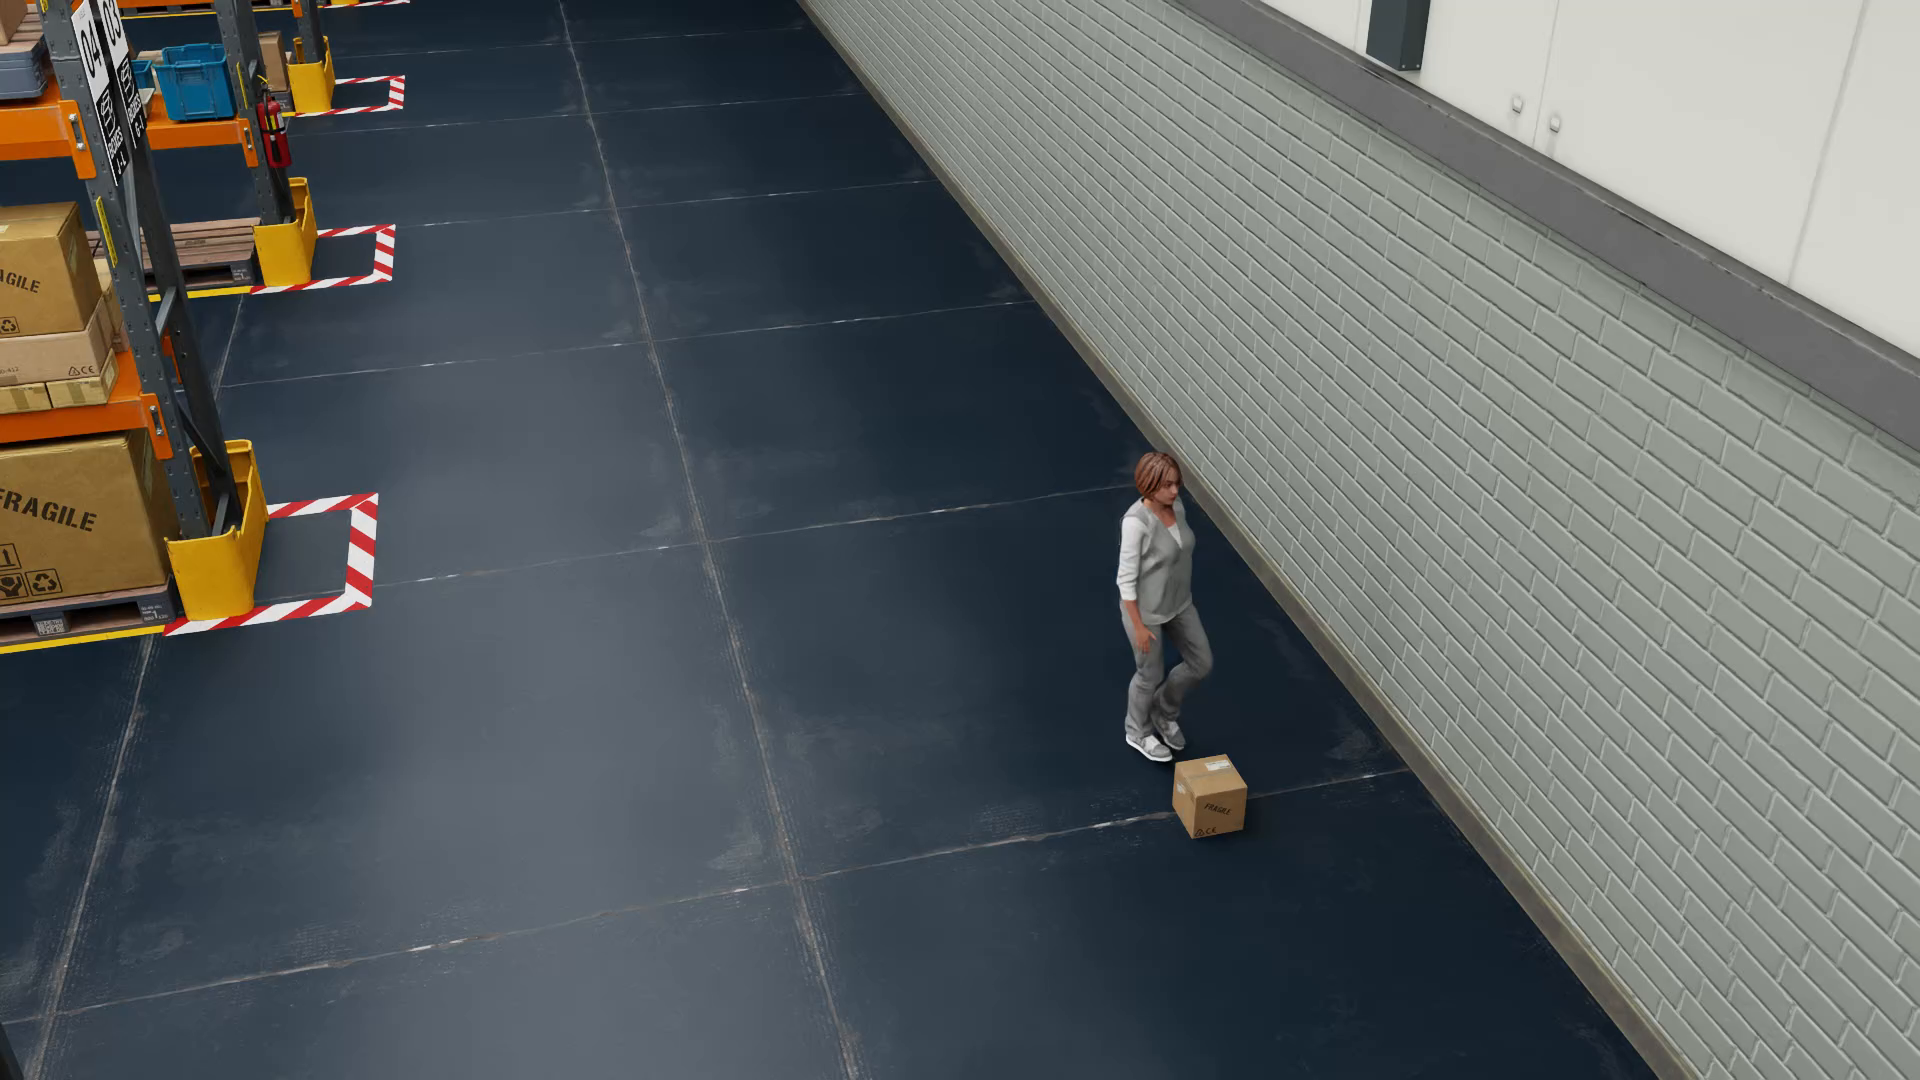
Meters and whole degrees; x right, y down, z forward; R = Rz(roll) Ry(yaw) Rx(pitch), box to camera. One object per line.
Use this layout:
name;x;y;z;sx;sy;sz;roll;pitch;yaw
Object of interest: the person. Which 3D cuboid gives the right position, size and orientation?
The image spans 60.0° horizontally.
person;0.934;0.348;7.634;0.466;1.604;0.408;-25;39;-36
